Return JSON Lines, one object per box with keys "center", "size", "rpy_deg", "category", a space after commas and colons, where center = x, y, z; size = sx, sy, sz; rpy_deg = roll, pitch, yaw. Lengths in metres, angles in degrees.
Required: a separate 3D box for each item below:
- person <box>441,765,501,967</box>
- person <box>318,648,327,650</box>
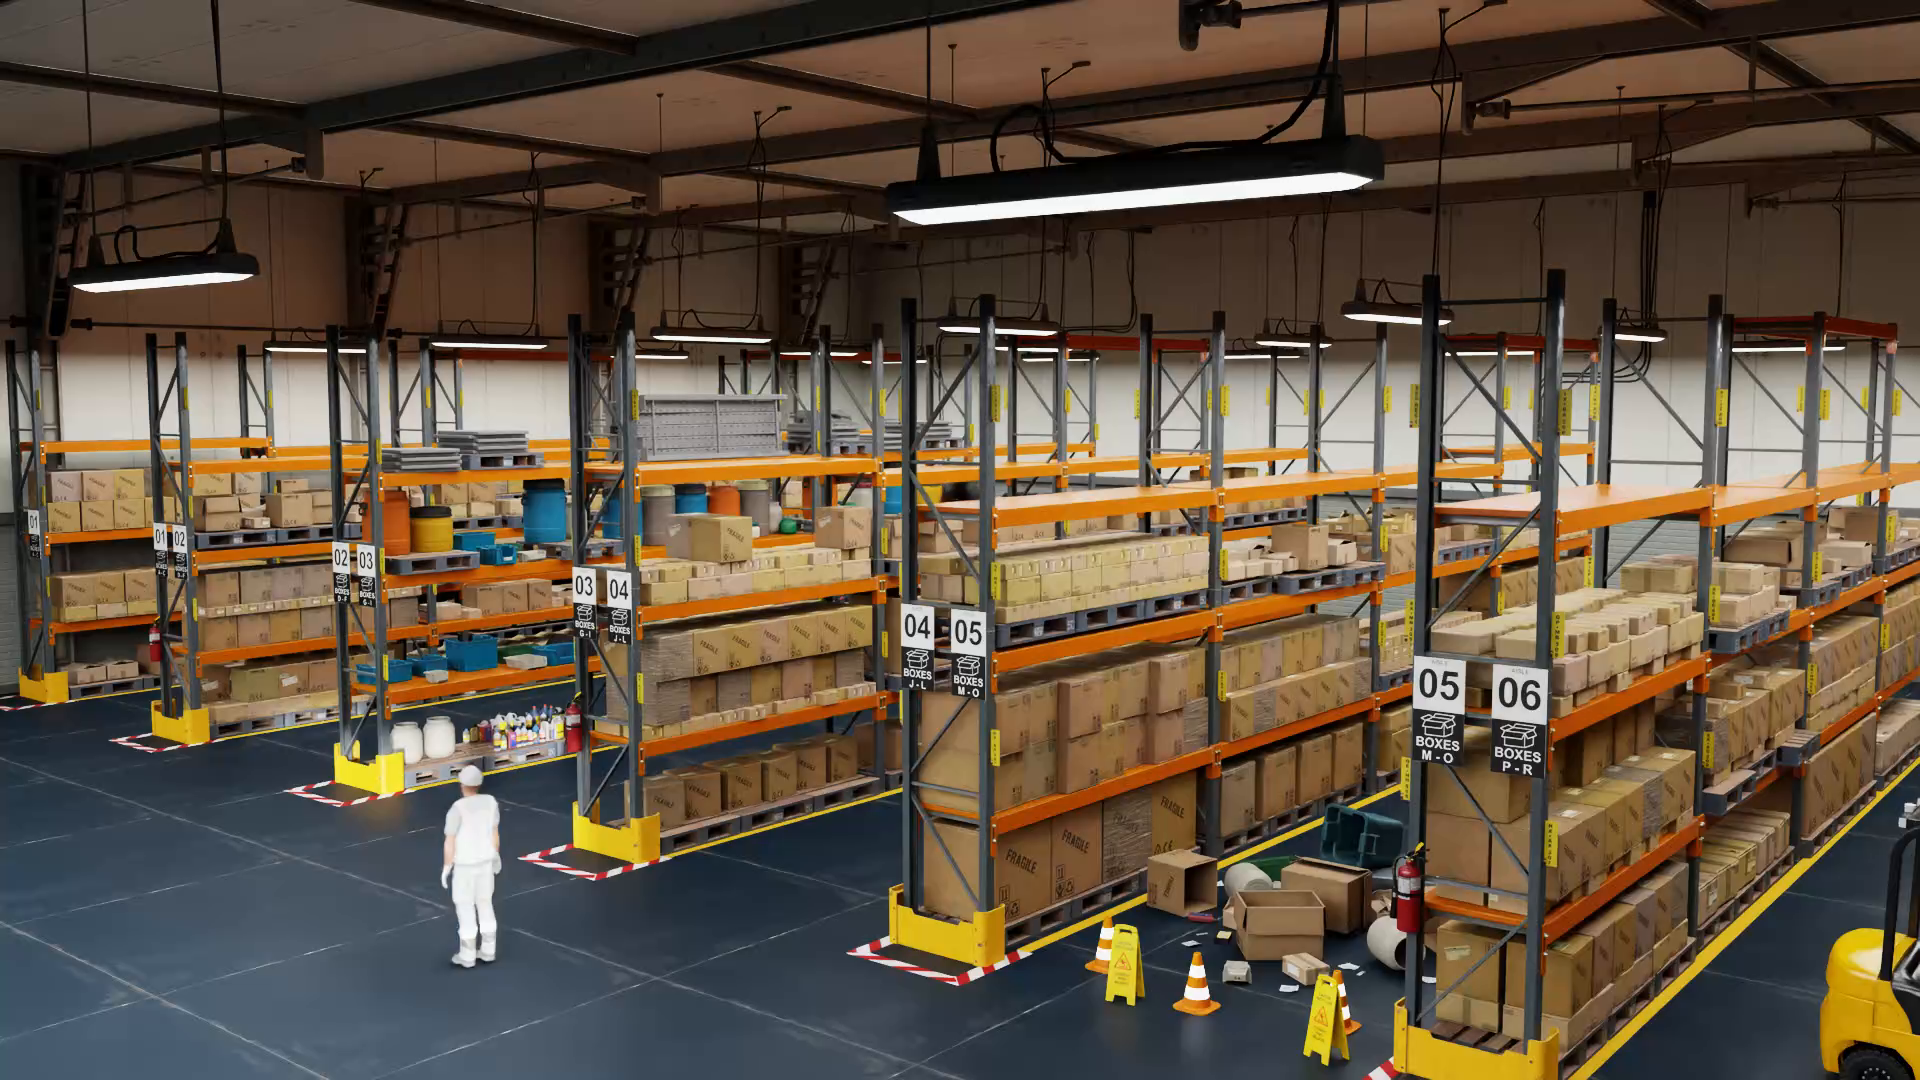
{"center": [-4.395, 2.916, 14.977], "size": [0.343, 1.799, 0.616], "rpy_deg": [3, 6, 31], "category": "person"}
{"center": [-11.221, 1.720, 29.394], "size": [0.347, 1.612, 0.444], "rpy_deg": [1, 5, 16], "category": "person"}
